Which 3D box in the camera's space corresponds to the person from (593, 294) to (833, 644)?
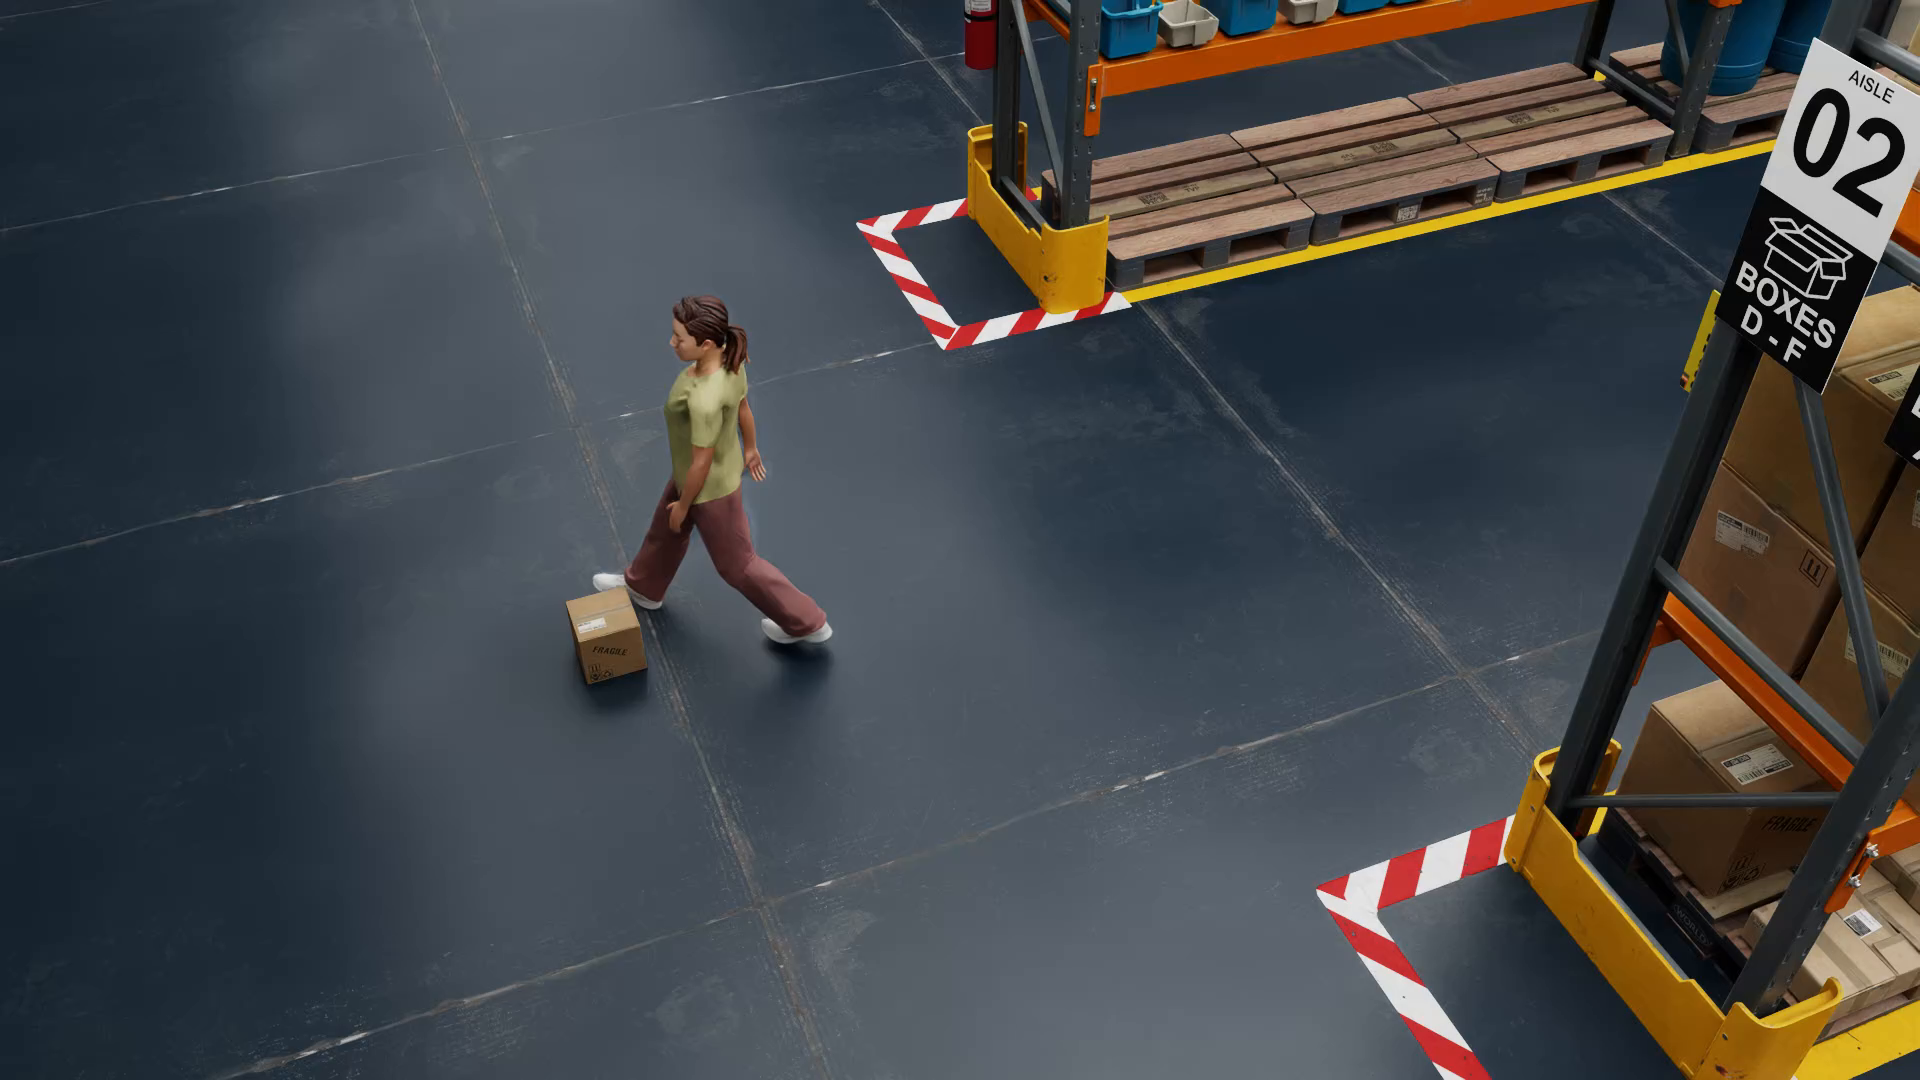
[{"bbox_3d":[-1.041,-0.241,6.473,1.041,1.590,0.461,1,42,1],"label":"person"}]
